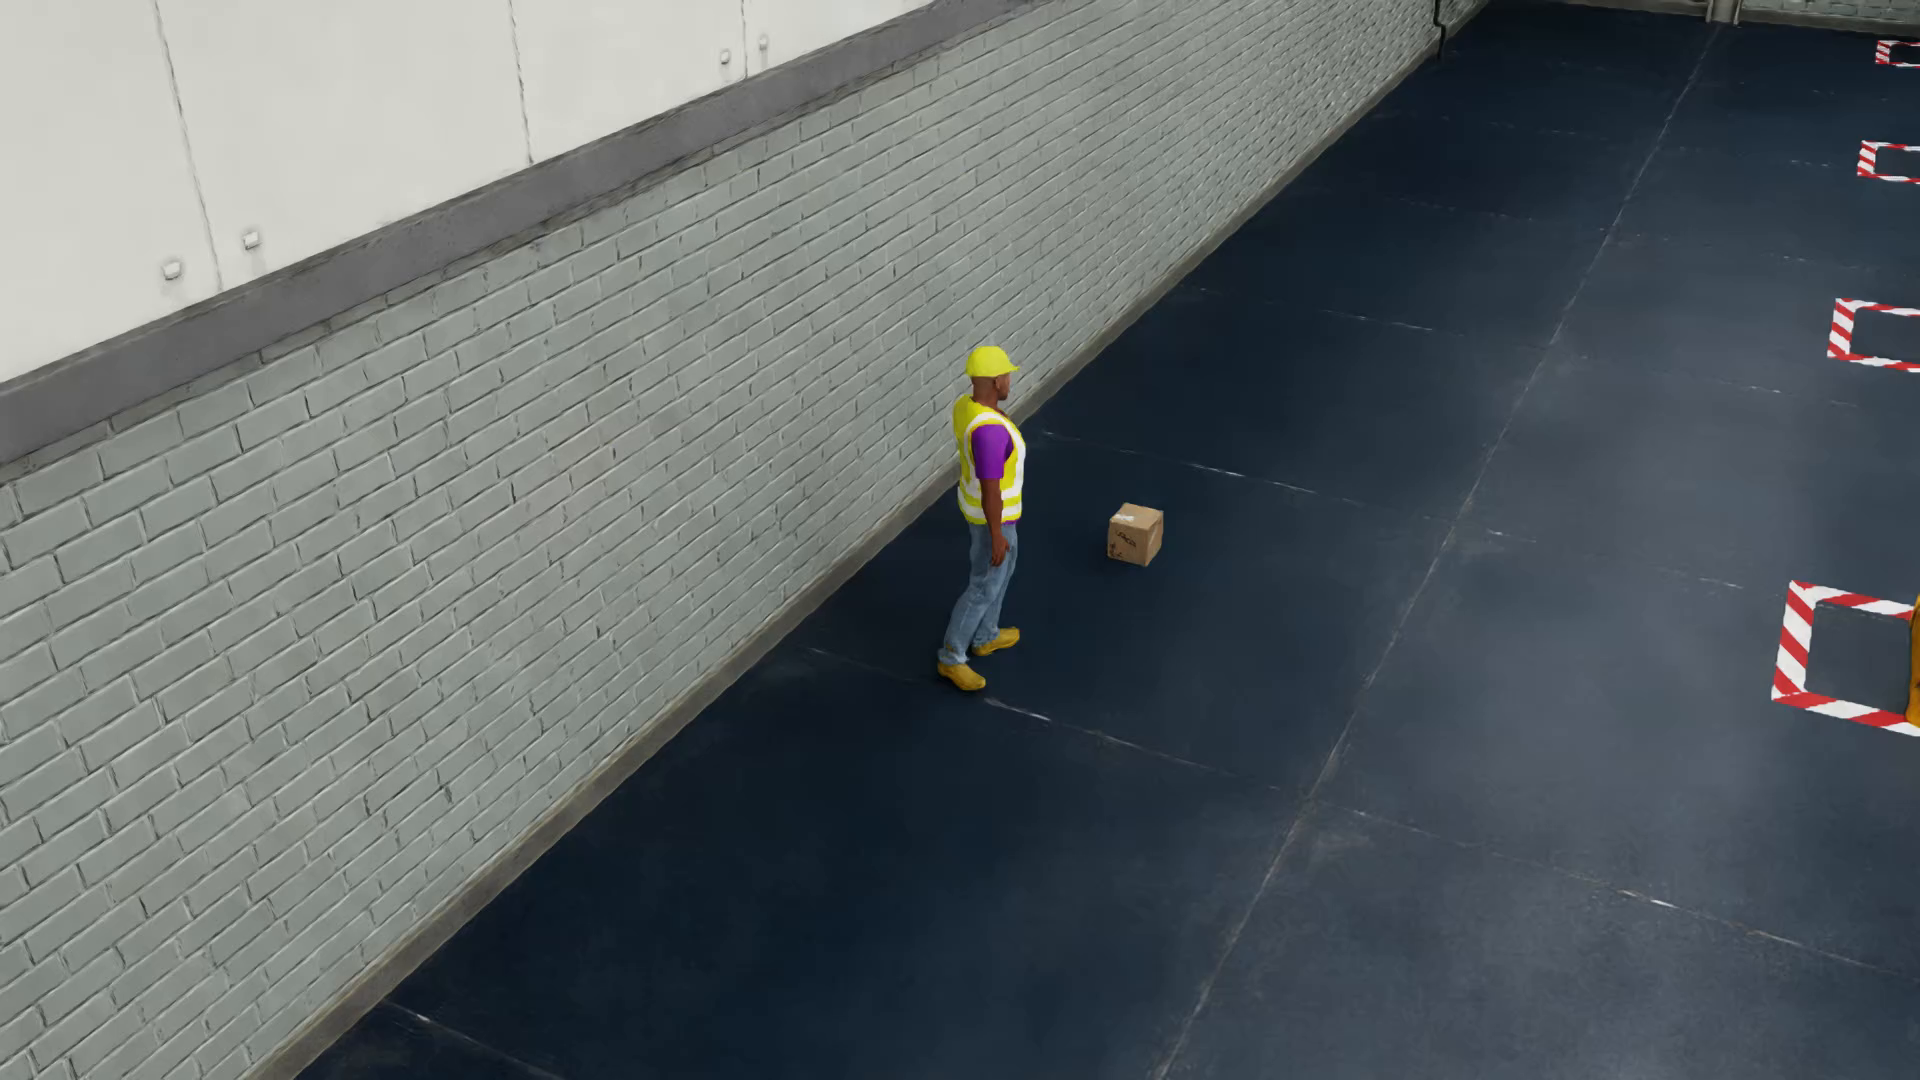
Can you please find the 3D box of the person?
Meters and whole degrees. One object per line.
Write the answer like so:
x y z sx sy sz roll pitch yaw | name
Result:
0.106 -0.124 8.500 0.508 1.747 0.716 -5 30 -8 | person
